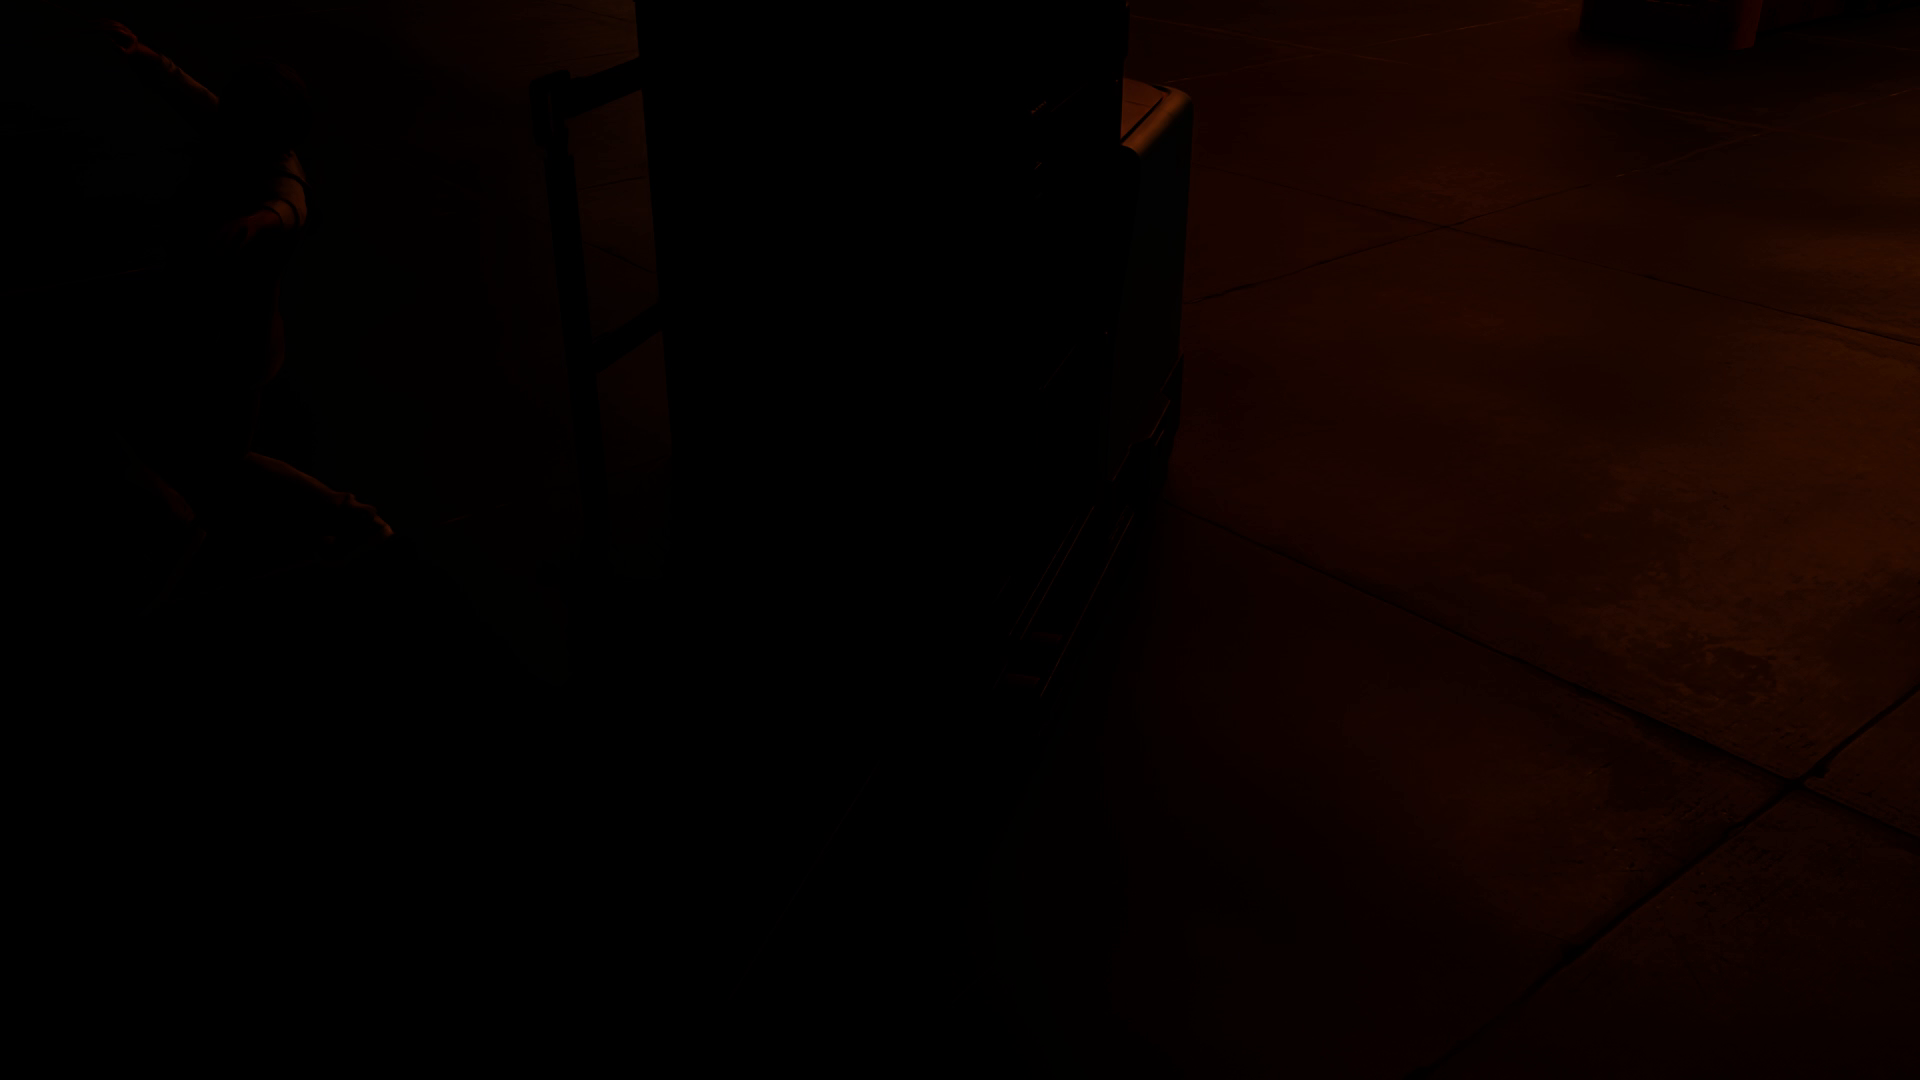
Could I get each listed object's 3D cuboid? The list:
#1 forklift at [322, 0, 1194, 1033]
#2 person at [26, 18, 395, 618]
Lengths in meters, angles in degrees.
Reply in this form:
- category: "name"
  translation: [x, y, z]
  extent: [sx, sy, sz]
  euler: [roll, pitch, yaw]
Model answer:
- category: "forklift"
  translation: [-0.262, -1.059, 3.338]
  extent: [1.130, 2.935, 3.031]
  euler: [8, 27, 16]
- category: "person"
  translation: [-1.790, -0.415, 3.754]
  extent: [0.764, 1.438, 0.945]
  euler: [-4, 27, -8]
